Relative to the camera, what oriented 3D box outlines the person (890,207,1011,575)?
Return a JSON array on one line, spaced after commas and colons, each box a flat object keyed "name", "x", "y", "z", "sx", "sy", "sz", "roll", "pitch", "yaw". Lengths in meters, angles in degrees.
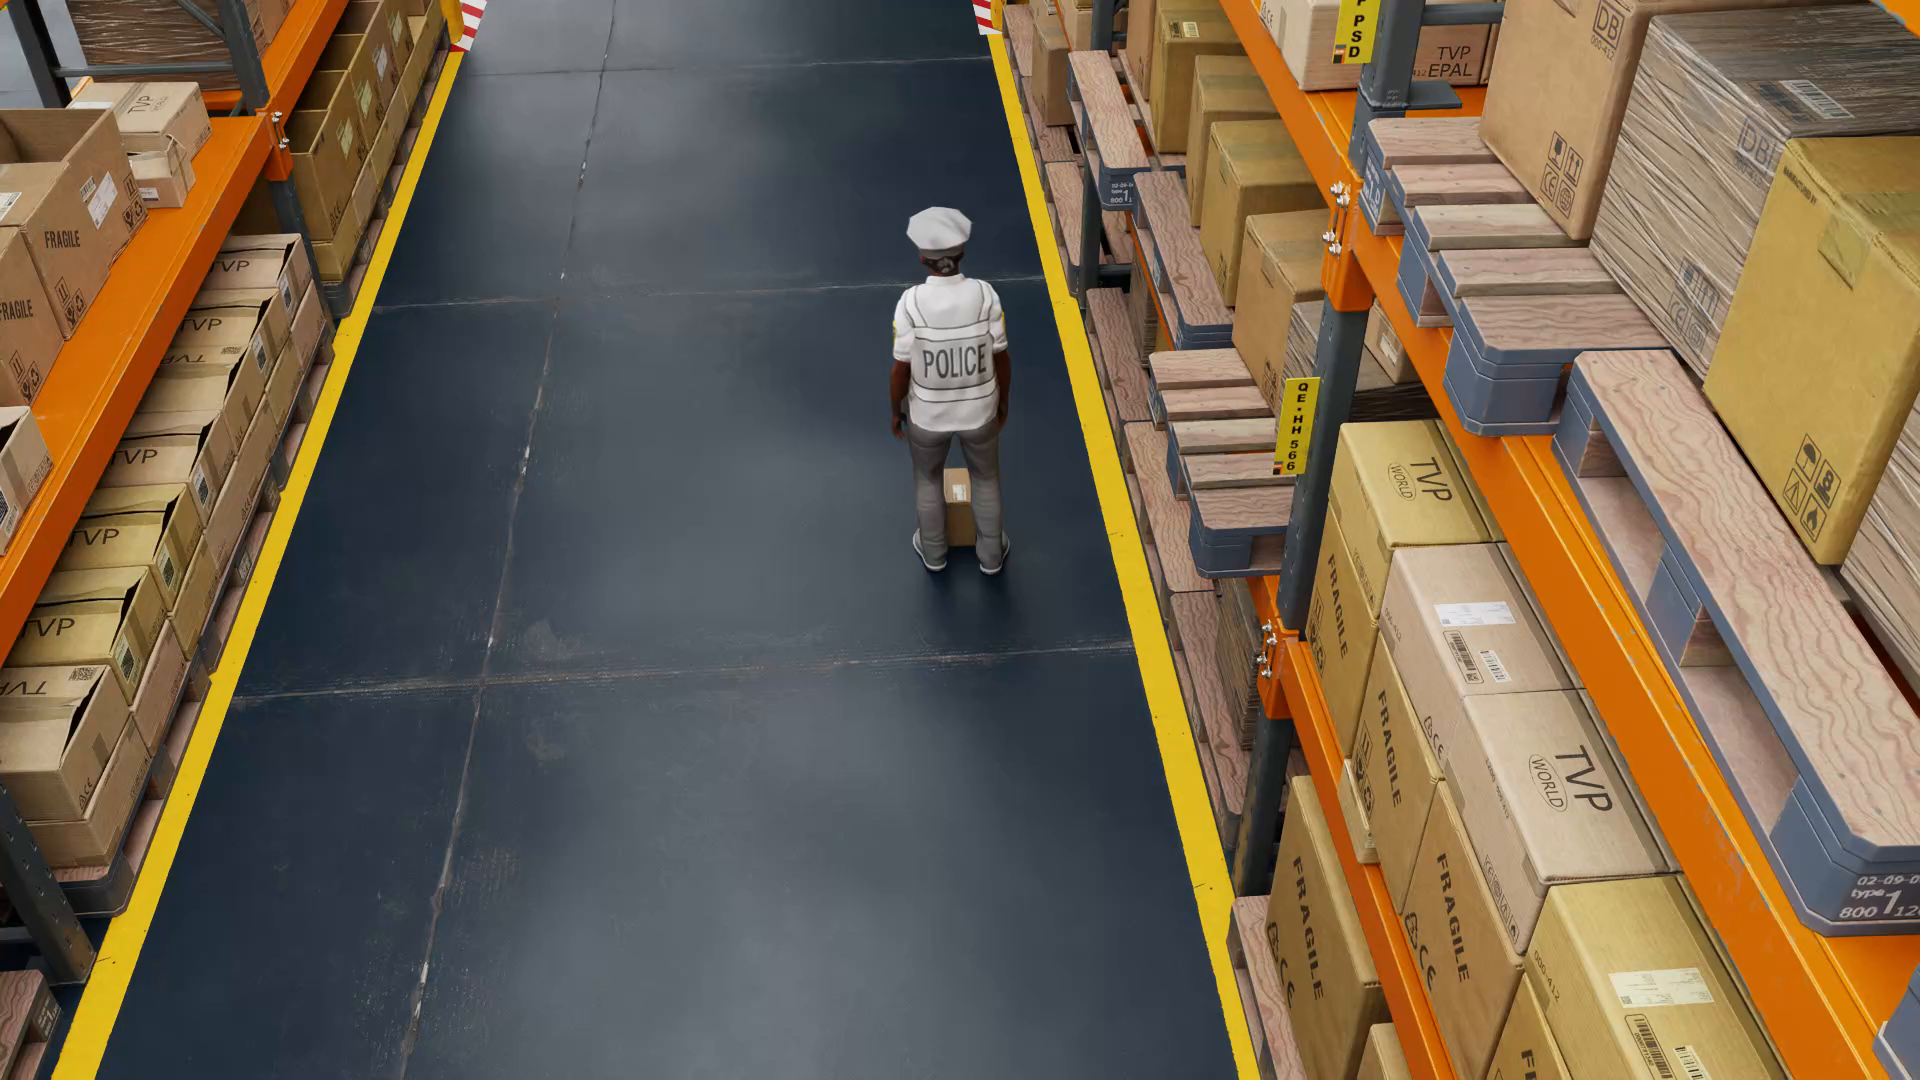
[{"name": "person", "x": -0.029, "y": -0.550, "z": 6.828, "sx": 0.526, "sy": 1.656, "sz": 0.427, "roll": -5, "pitch": 40, "yaw": -7}]
